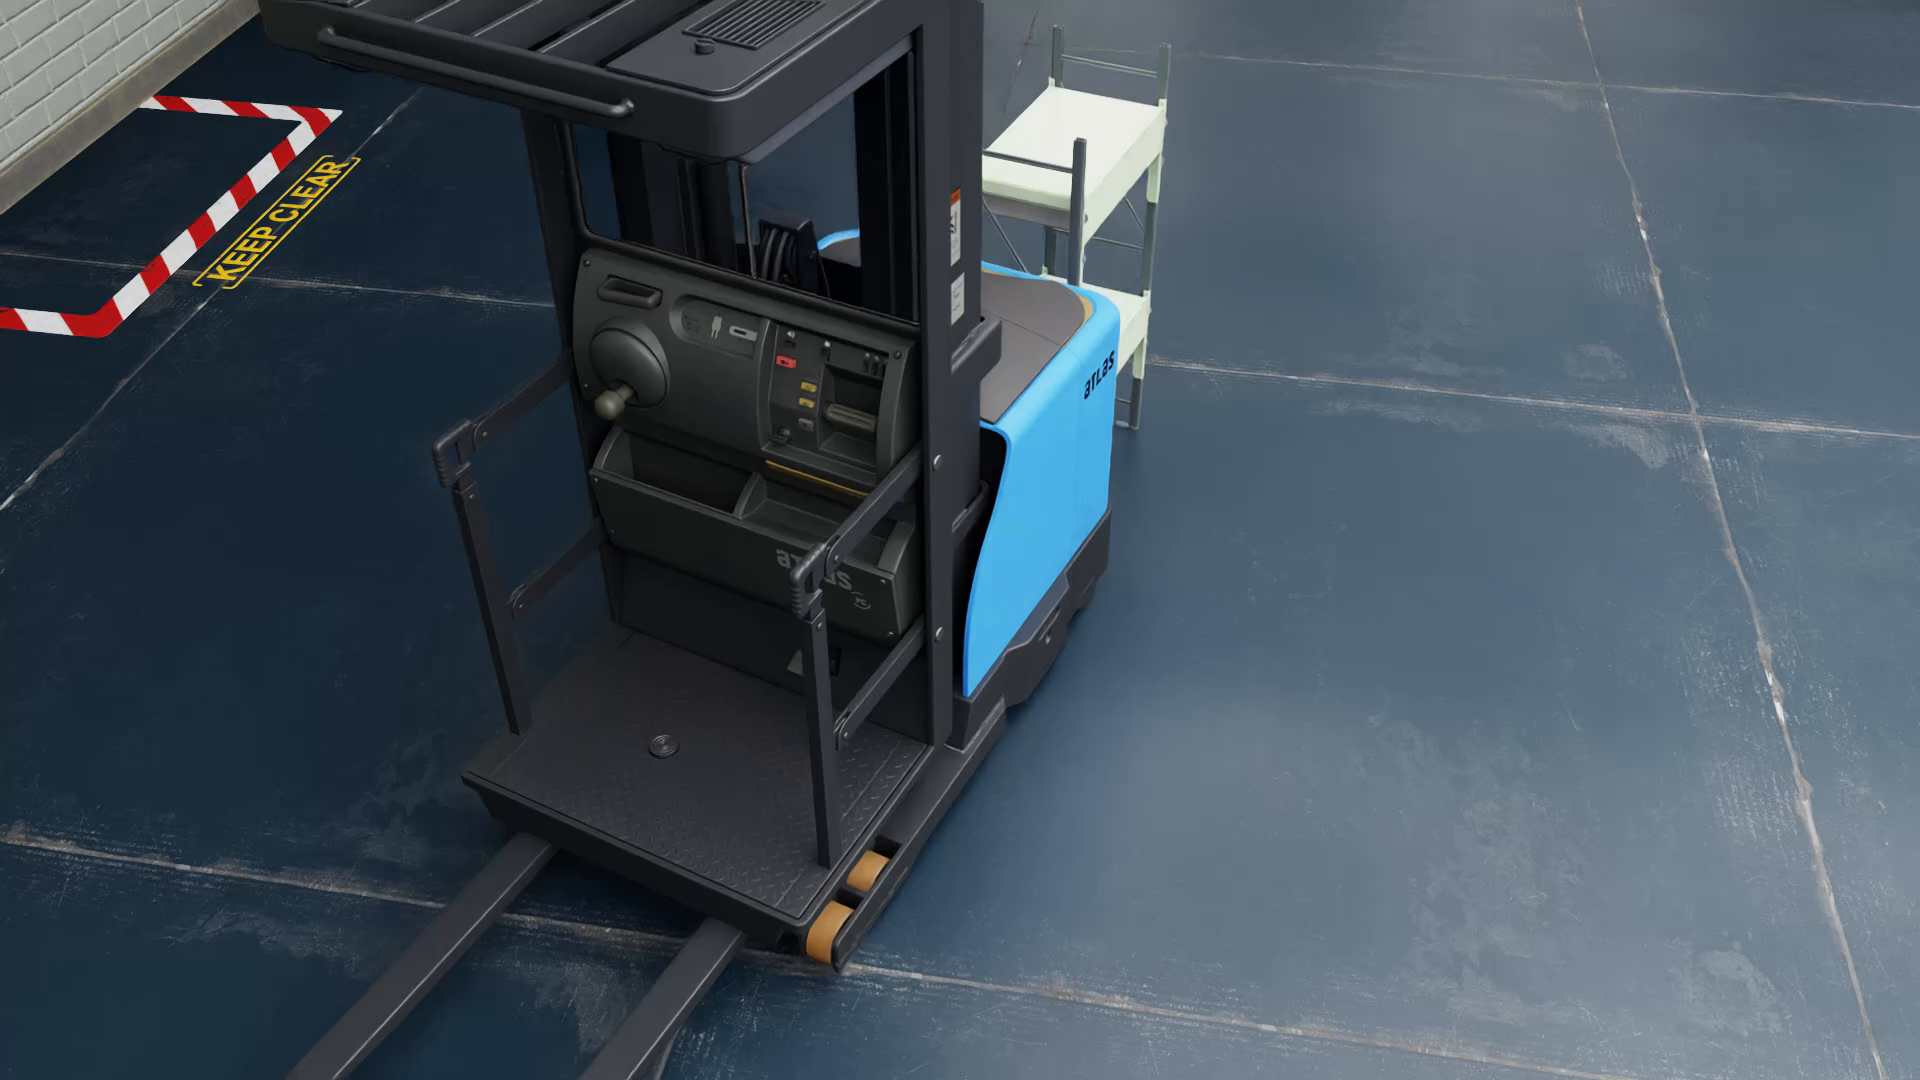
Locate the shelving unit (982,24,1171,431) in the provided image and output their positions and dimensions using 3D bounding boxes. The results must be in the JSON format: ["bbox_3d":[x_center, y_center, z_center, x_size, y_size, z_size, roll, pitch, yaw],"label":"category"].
[{"bbox_3d":[0.335,-0.837,5.585,0.431,1.500,0.755,16,42,19],"label":"shelving unit"}]

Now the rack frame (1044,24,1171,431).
[{"bbox_3d":[0.489,-1.049,5.841,0.400,1.500,0.023,16,42,19],"label":"rack frame"}]

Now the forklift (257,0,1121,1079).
[{"bbox_3d":[-0.641,-0.339,3.859,1.130,2.935,3.031,19,43,21],"label":"forklift"}]

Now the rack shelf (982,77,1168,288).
[{"bbox_3d":[0.335,-1.138,5.337,0.431,0.370,0.720,16,42,19],"label":"rack shelf"}]

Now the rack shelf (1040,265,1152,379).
[{"bbox_3d":[0.335,-0.586,5.793,0.431,0.370,0.720,16,42,19],"label":"rack shelf"}]

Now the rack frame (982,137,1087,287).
[{"bbox_3d":[0.181,-0.625,5.329,0.400,1.500,0.023,16,42,19],"label":"rack frame"}]
